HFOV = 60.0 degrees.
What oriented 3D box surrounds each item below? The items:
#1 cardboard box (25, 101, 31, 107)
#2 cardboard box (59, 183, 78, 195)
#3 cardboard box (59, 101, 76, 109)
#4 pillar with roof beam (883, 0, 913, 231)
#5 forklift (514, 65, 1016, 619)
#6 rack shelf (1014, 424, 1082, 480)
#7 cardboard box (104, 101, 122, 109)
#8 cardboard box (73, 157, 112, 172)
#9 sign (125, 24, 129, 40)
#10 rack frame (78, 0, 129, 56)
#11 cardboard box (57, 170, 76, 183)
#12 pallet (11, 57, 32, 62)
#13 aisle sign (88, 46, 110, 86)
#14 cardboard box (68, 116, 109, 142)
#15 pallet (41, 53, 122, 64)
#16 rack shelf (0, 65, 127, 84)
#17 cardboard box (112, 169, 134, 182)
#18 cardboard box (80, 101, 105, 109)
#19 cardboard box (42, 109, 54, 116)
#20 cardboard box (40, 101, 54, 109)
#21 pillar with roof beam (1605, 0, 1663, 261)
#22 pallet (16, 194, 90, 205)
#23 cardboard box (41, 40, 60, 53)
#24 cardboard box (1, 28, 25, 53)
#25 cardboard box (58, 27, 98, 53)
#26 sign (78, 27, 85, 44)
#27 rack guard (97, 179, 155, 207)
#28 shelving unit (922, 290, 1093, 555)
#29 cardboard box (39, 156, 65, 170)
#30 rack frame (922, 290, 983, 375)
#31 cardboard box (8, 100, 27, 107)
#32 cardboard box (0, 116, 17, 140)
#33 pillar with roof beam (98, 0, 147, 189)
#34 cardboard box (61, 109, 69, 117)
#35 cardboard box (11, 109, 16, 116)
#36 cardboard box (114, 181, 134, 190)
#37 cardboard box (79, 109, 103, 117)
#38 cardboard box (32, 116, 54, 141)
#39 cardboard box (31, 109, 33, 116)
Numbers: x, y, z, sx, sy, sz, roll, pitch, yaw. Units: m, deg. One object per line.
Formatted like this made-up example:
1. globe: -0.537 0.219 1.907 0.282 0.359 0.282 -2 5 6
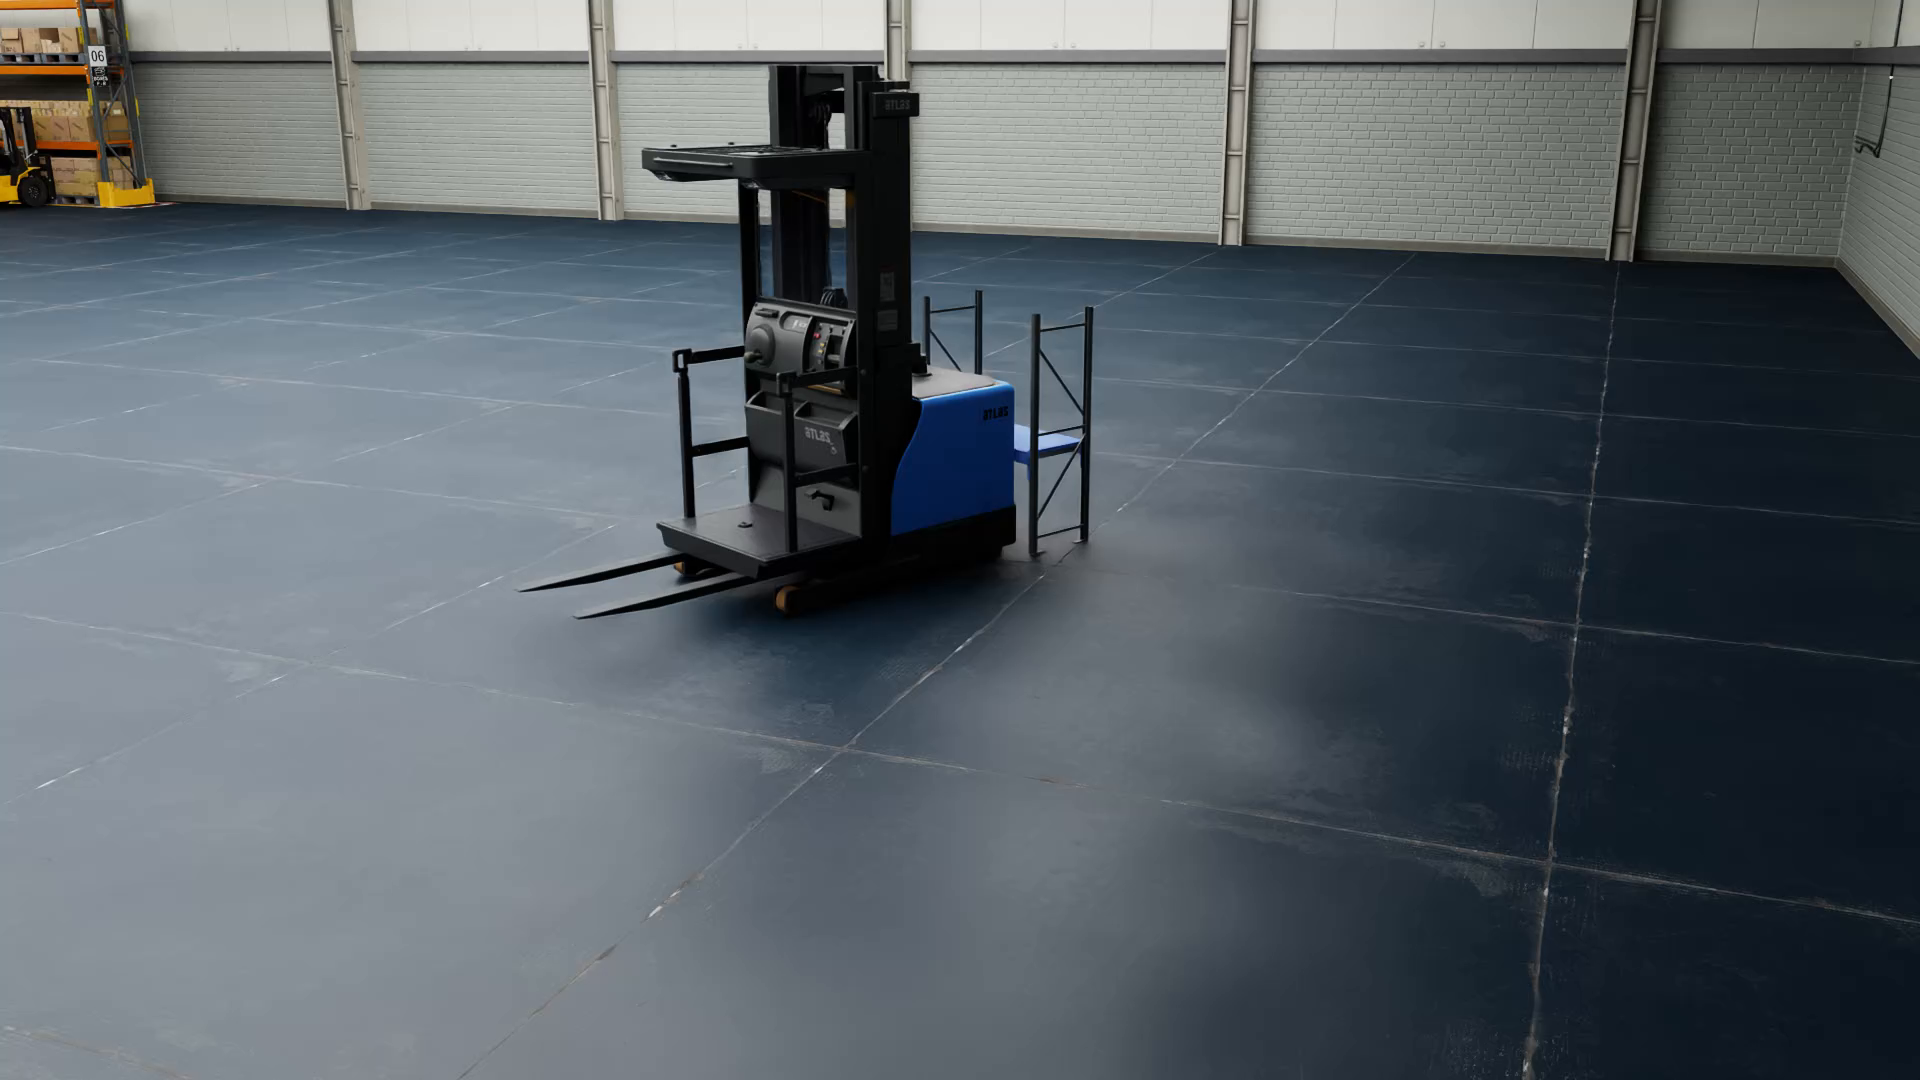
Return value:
1. cardboard box: -19.343 -9.131 34.869 0.250 0.149 0.380 7 17 21
2. cardboard box: -18.516 -7.392 34.933 0.500 0.250 0.500 6 17 21
3. cardboard box: -18.409 -9.012 34.460 0.250 0.149 0.380 7 17 22
4. pillar with roof beam: -2.656 -8.719 24.567 0.400 9.000 9.100 6 17 21
5. forklift: -1.072 -1.150 9.379 3.031 2.935 1.130 -15 22 -41
6. rack shelf: 0.288 -0.608 10.722 0.538 0.185 1.000 -14 21 -39
7. cardboard box: -17.738 -9.083 34.705 0.250 0.149 0.380 6 17 20
8. cardboard box: -18.047 -7.818 34.610 0.500 0.250 0.500 7 18 22
9. sign: -17.295 -10.533 34.484 0.005 0.325 0.100 6 17 21
10. rack frame: -17.504 -11.372 33.705 0.127 3.000 1.000 6 17 21
11. cardboard box: -18.534 -7.635 34.875 0.500 0.250 0.500 6 17 20
12. pallet: -20.422 -10.218 35.267 1.213 0.211 1.003 6 17 21
13. aisle sign: -17.551 -9.656 33.893 0.004 0.787 0.394 6 17 21
14. cardboard box: -18.058 -8.521 34.466 0.500 0.500 0.500 6 17 19
15. pallet: -18.152 -9.968 34.408 1.213 0.211 1.003 6 17 21
16. rack shelf: -19.364 -9.791 34.928 4.000 0.370 1.077 6 17 21
17. cardboard box: -17.865 -7.714 35.148 0.500 0.250 0.500 7 17 22
18. cardboard box: -17.914 -8.975 34.333 0.250 0.149 0.380 6 17 21
19. cardboard box: -18.889 -8.917 34.668 0.250 0.149 0.380 6 17 19
20. cardboard box: -18.896 -9.055 34.607 0.250 0.149 0.380 7 18 22
21. pillar with roof beam: 8.507 -7.492 20.338 0.400 9.000 9.100 6 17 21
22. pallet: -19.362 -7.344 35.593 1.213 0.211 1.003 6 17 21
23. cardboard box: -18.622 -10.149 34.179 0.258 0.266 0.396 6 17 21
24. cardboard box: -19.451 -10.413 34.665 0.637 0.503 0.797 7 18 22
25. cardboard box: -18.005 -10.211 33.975 0.500 0.500 0.500 7 18 22
26. sign: -17.716 -10.179 33.531 0.005 0.325 0.100 6 17 21
27. rack guard: -17.482 -7.288 34.881 0.348 0.500 1.175 6 17 21
28. shelving unit: 0.288 -0.780 10.672 0.538 1.500 1.048 -14 21 -39
29. cardboard box: -18.997 -7.918 34.954 0.500 0.250 0.500 7 17 21
30. rack frame: -0.048 -0.887 11.038 0.500 1.500 0.032 -14 21 -39
31. cardboard box: -19.810 -9.182 35.044 0.250 0.149 0.380 6 17 20
32. cardboard box: -19.946 -8.735 35.201 0.500 0.500 0.500 6 17 20
33. pillar with roof beam: -19.400 -10.560 30.909 0.400 9.000 9.100 6 17 21
34. cardboard box: -18.397 -8.874 34.518 0.250 0.149 0.380 7 17 22
35. cardboard box: -19.845 -9.020 35.022 0.250 0.149 0.380 6 17 19
36. cardboard box: -17.889 -7.473 35.214 0.500 0.250 0.500 6 17 21
37. cardboard box: -17.929 -8.813 34.309 0.250 0.149 0.380 7 17 21
38. cardboard box: -19.014 -8.629 34.837 0.500 0.500 0.500 6 17 20
39. cardboard box: -19.331 -8.987 34.907 0.250 0.149 0.380 6 17 20
